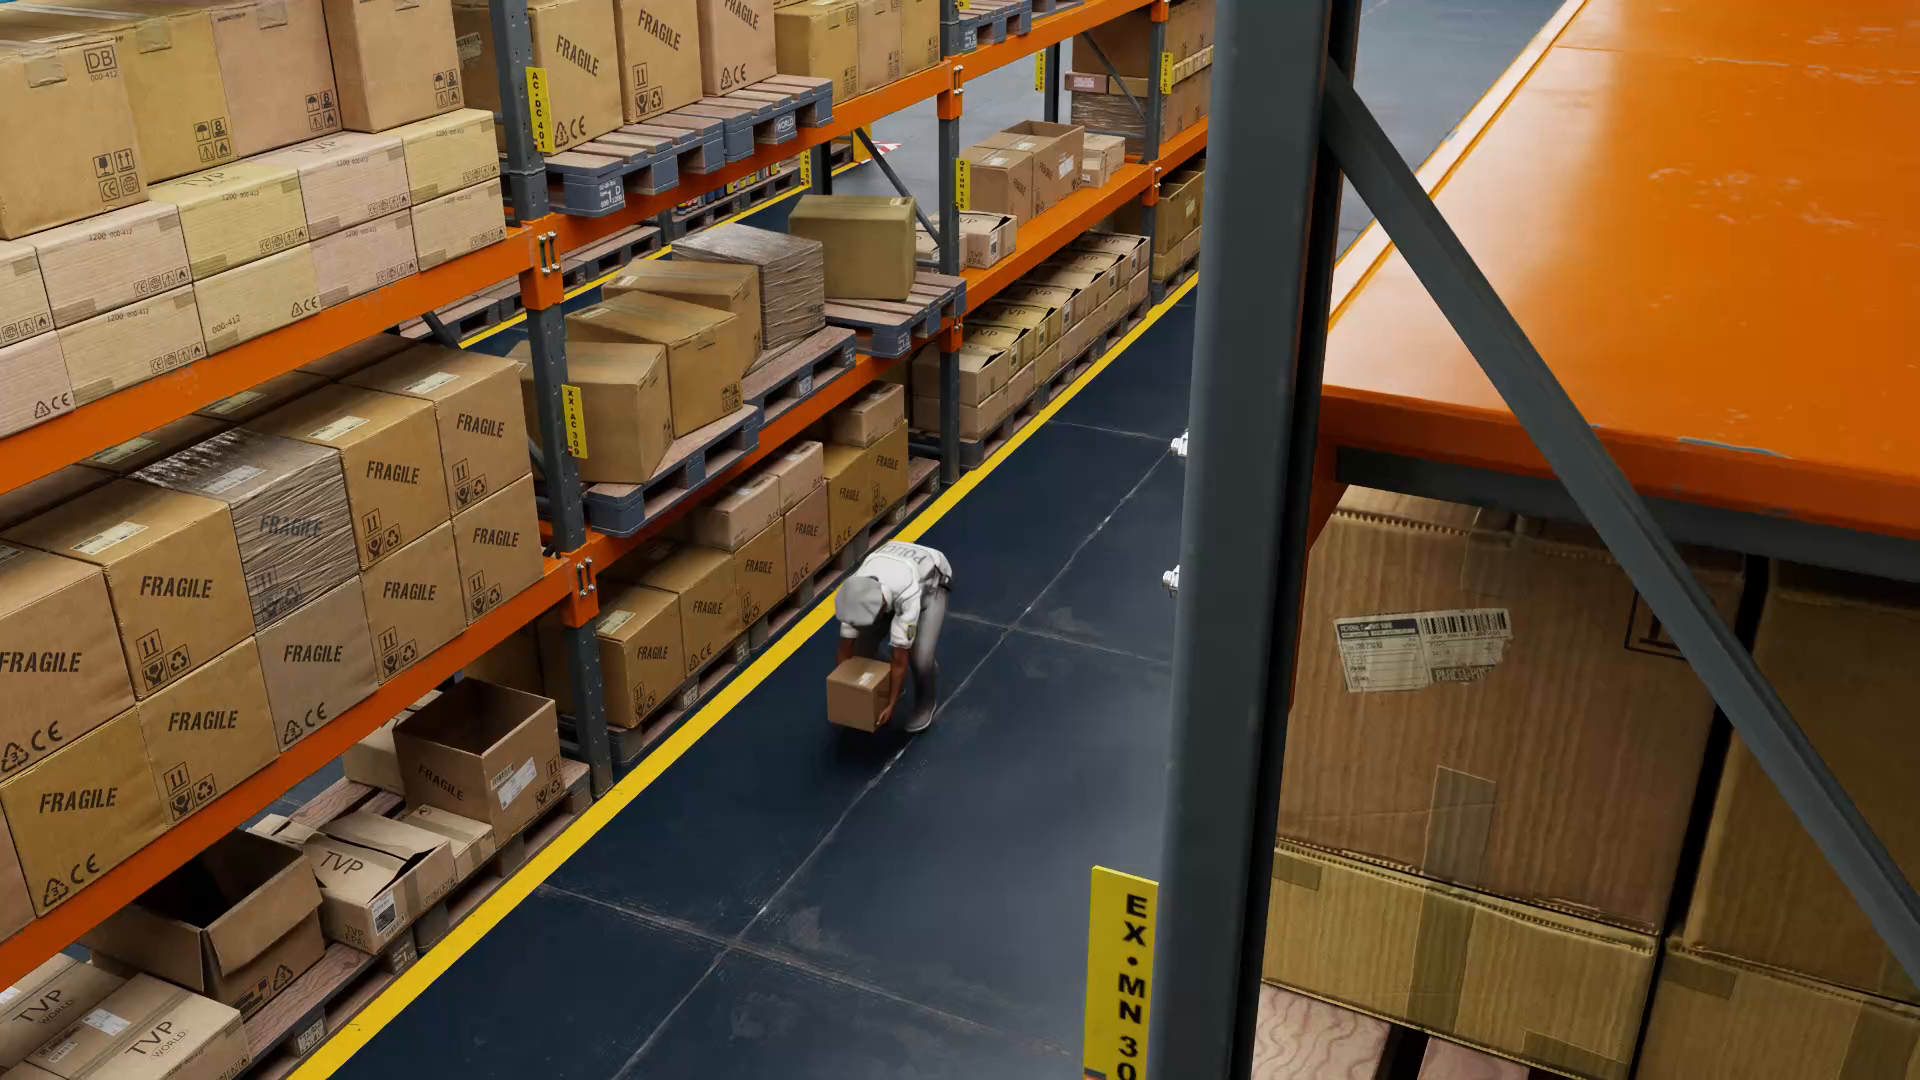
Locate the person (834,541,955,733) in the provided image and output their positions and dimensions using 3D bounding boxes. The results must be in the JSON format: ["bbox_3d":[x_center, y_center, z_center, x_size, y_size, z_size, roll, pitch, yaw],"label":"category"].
[{"bbox_3d":[-0.349,0.507,8.310,0.450,1.027,0.933,10,28,20],"label":"person"}]
